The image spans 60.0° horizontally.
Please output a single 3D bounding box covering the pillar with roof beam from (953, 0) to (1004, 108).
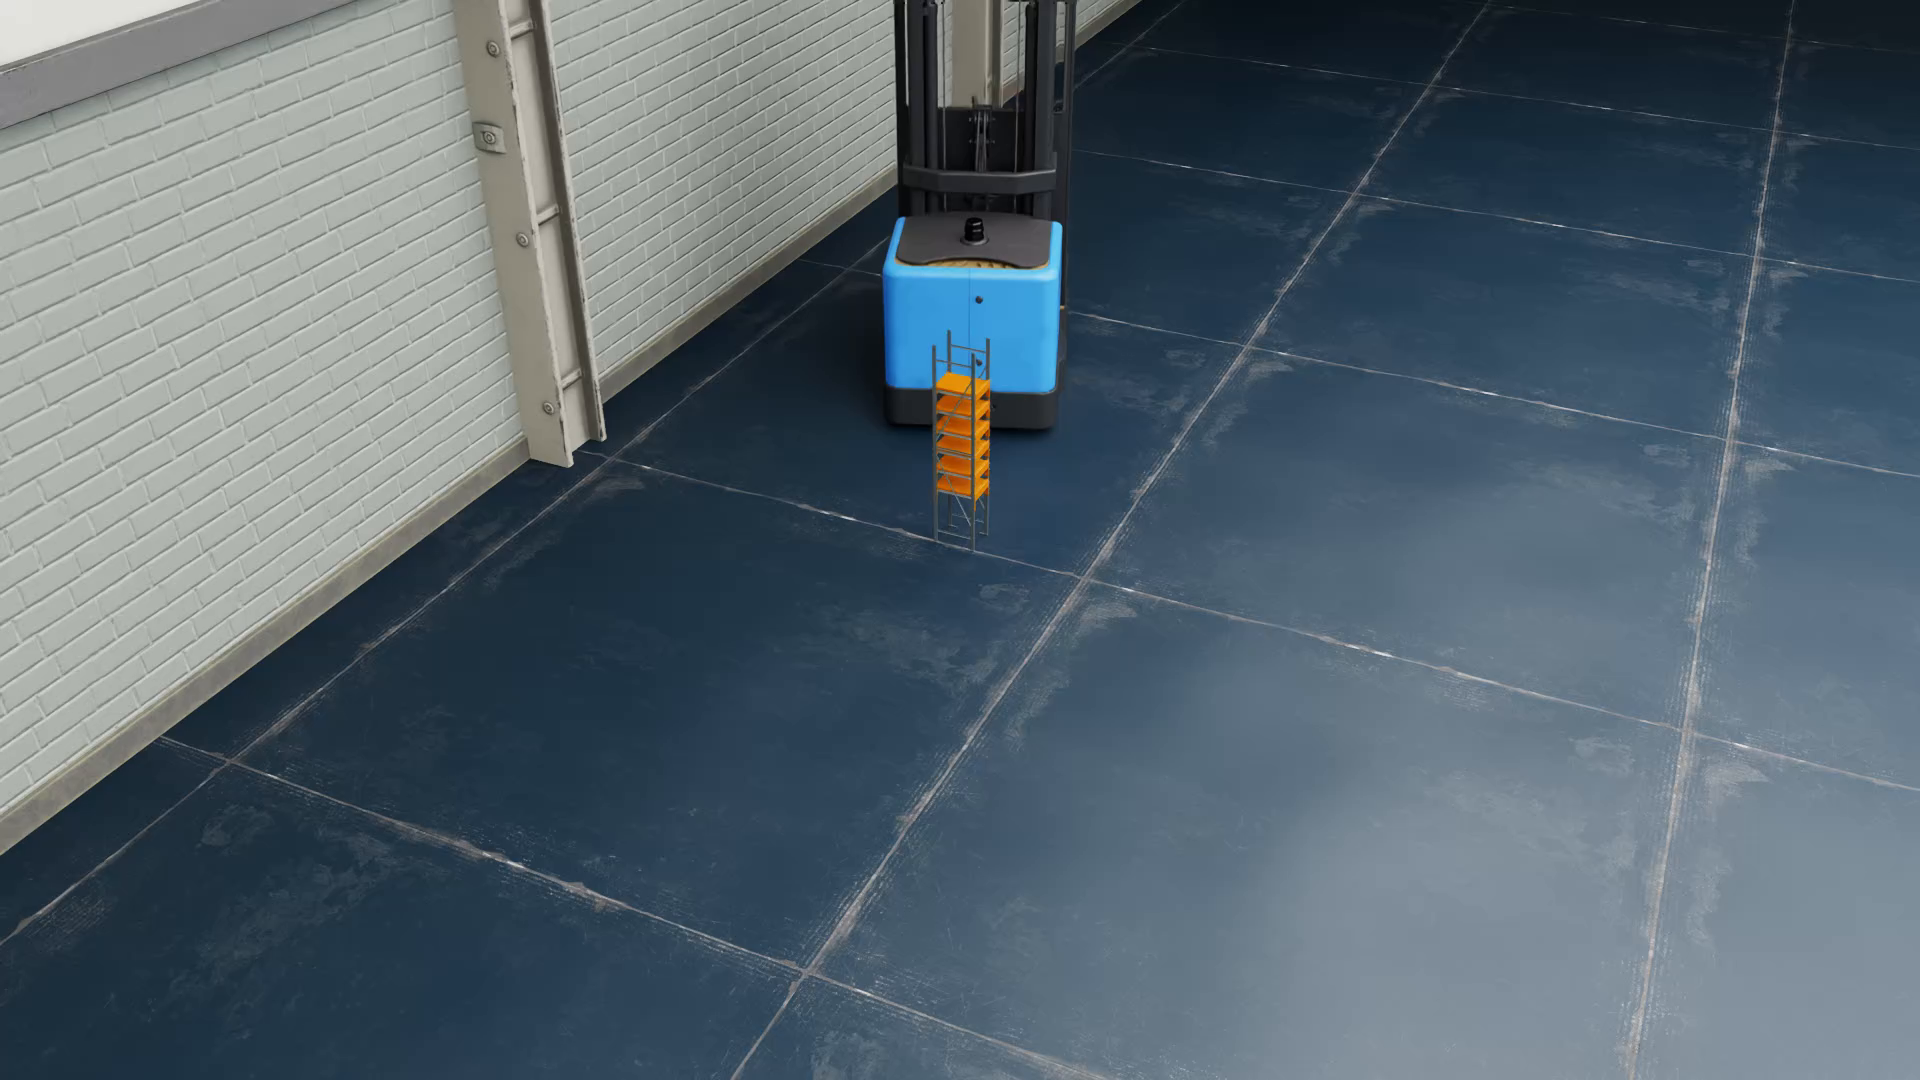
[{"bbox_3d":[4.064,-6.321,10.552,9.100,9.000,0.400,14,36,20],"label":"pillar with roof beam"}]

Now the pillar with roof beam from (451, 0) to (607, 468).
[{"bbox_3d":[1.553,-3.333,5.995,9.100,9.000,0.400,14,36,20],"label":"pillar with roof beam"}]

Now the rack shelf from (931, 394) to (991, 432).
[{"bbox_3d":[0.006,-0.673,8.693,0.258,0.103,0.180,14,36,20],"label":"rack shelf"}]

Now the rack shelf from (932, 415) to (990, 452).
[{"bbox_3d":[0.006,-0.572,8.759,0.258,0.103,0.180,14,36,20],"label":"rack shelf"}]

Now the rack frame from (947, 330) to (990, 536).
[{"bbox_3d":[0.044,-0.555,8.870,0.240,1.200,0.006,14,36,20],"label":"rack frame"}]

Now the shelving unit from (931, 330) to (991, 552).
[{"bbox_3d":[0.006,-0.509,8.800,0.258,1.200,0.189,14,36,20],"label":"shelving unit"}]

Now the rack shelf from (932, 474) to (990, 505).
[{"bbox_3d":[0.006,-0.271,8.956,0.258,0.103,0.180,14,36,20],"label":"rack shelf"}]

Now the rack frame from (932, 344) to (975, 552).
[{"bbox_3d":[-0.032,-0.463,8.731,0.240,1.200,0.006,14,36,20],"label":"rack frame"}]

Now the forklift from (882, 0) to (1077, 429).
[{"bbox_3d":[0.170,-2.679,10.531,1.130,2.935,3.031,2,33,4],"label":"forklift"}]

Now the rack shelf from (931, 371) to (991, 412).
[{"bbox_3d":[0.006,-0.773,8.627,0.258,0.103,0.180,14,36,20],"label":"rack shelf"}]

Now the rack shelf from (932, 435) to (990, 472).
[{"bbox_3d":[0.006,-0.472,8.825,0.258,0.103,0.180,14,36,20],"label":"rack shelf"}]

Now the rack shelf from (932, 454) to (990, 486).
[{"bbox_3d":[0.006,-0.371,8.891,0.258,0.103,0.180,14,36,20],"label":"rack shelf"}]
